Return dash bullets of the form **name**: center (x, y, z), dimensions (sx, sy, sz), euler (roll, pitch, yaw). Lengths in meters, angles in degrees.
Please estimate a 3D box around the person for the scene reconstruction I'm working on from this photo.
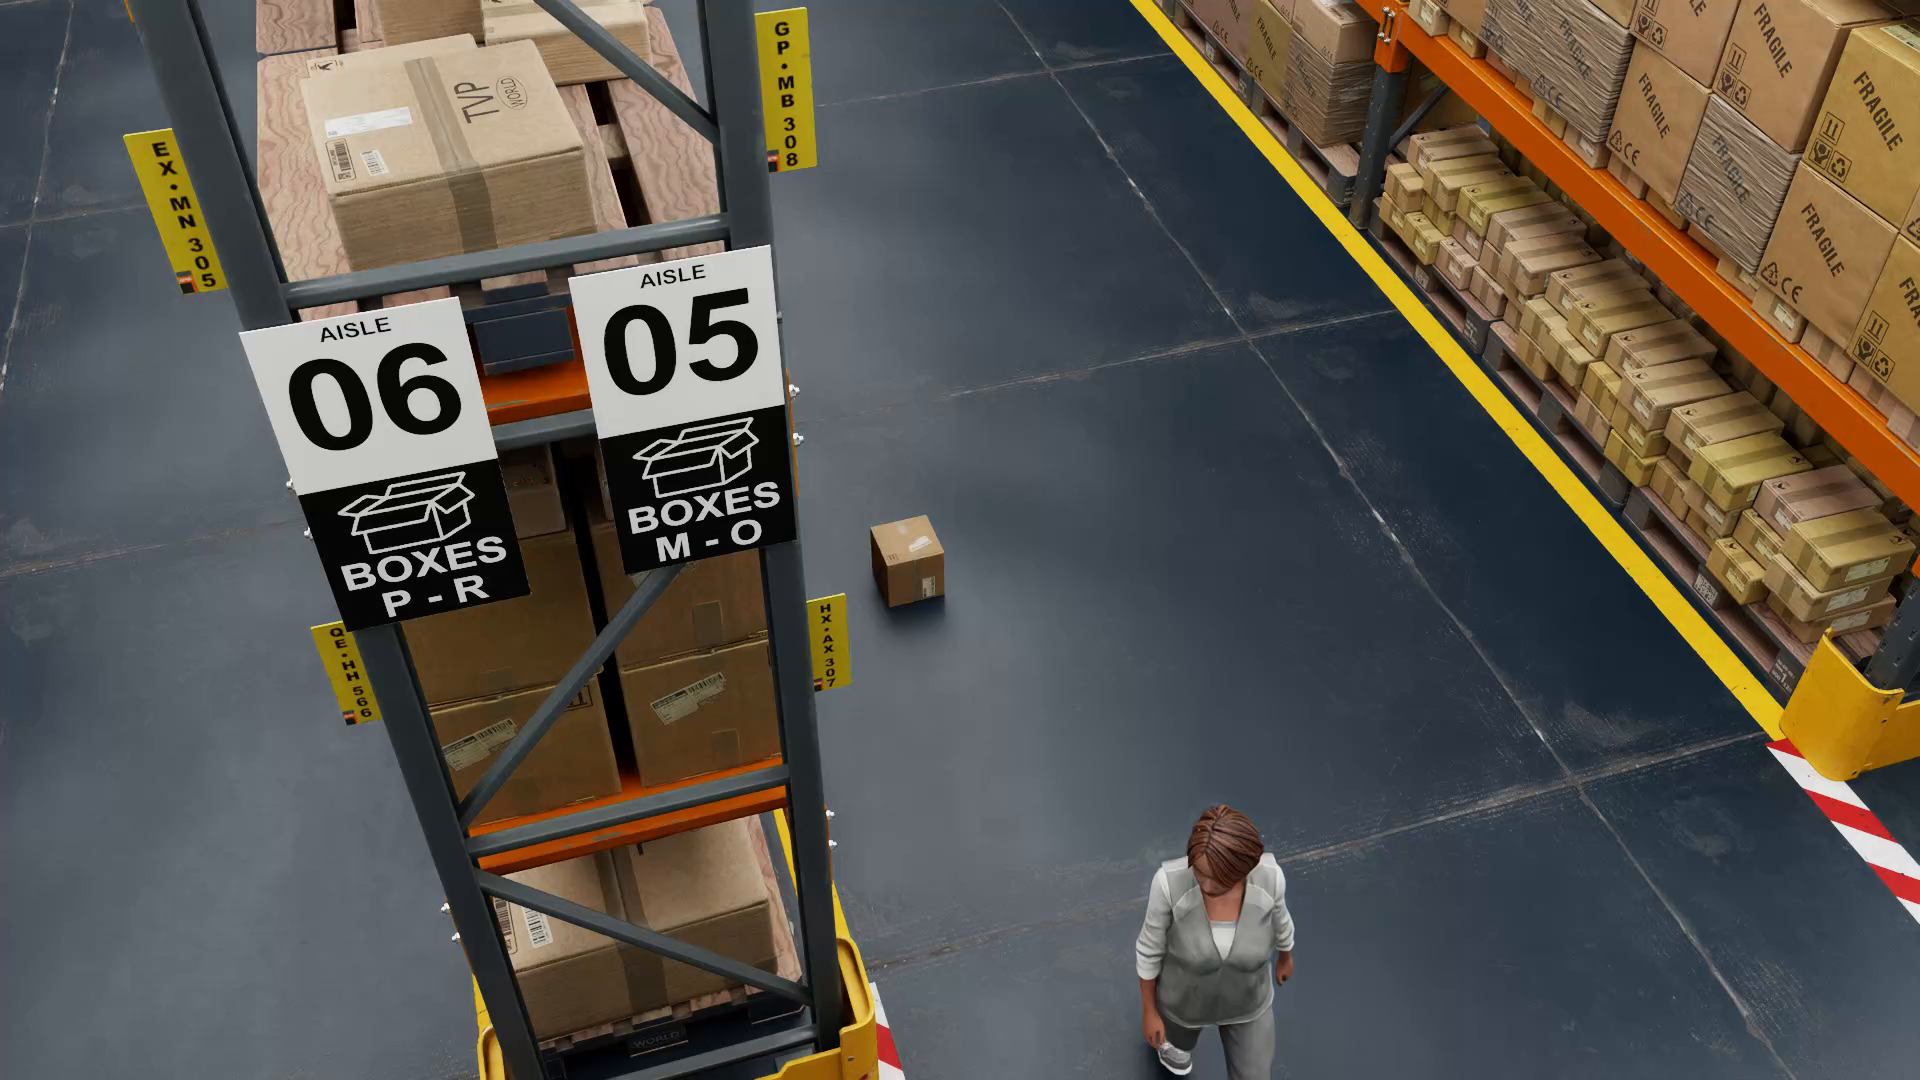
- **person**: center (0.738, 1.308, 4.754), dimensions (0.495, 1.534, 0.871), euler (1, 43, 1)
